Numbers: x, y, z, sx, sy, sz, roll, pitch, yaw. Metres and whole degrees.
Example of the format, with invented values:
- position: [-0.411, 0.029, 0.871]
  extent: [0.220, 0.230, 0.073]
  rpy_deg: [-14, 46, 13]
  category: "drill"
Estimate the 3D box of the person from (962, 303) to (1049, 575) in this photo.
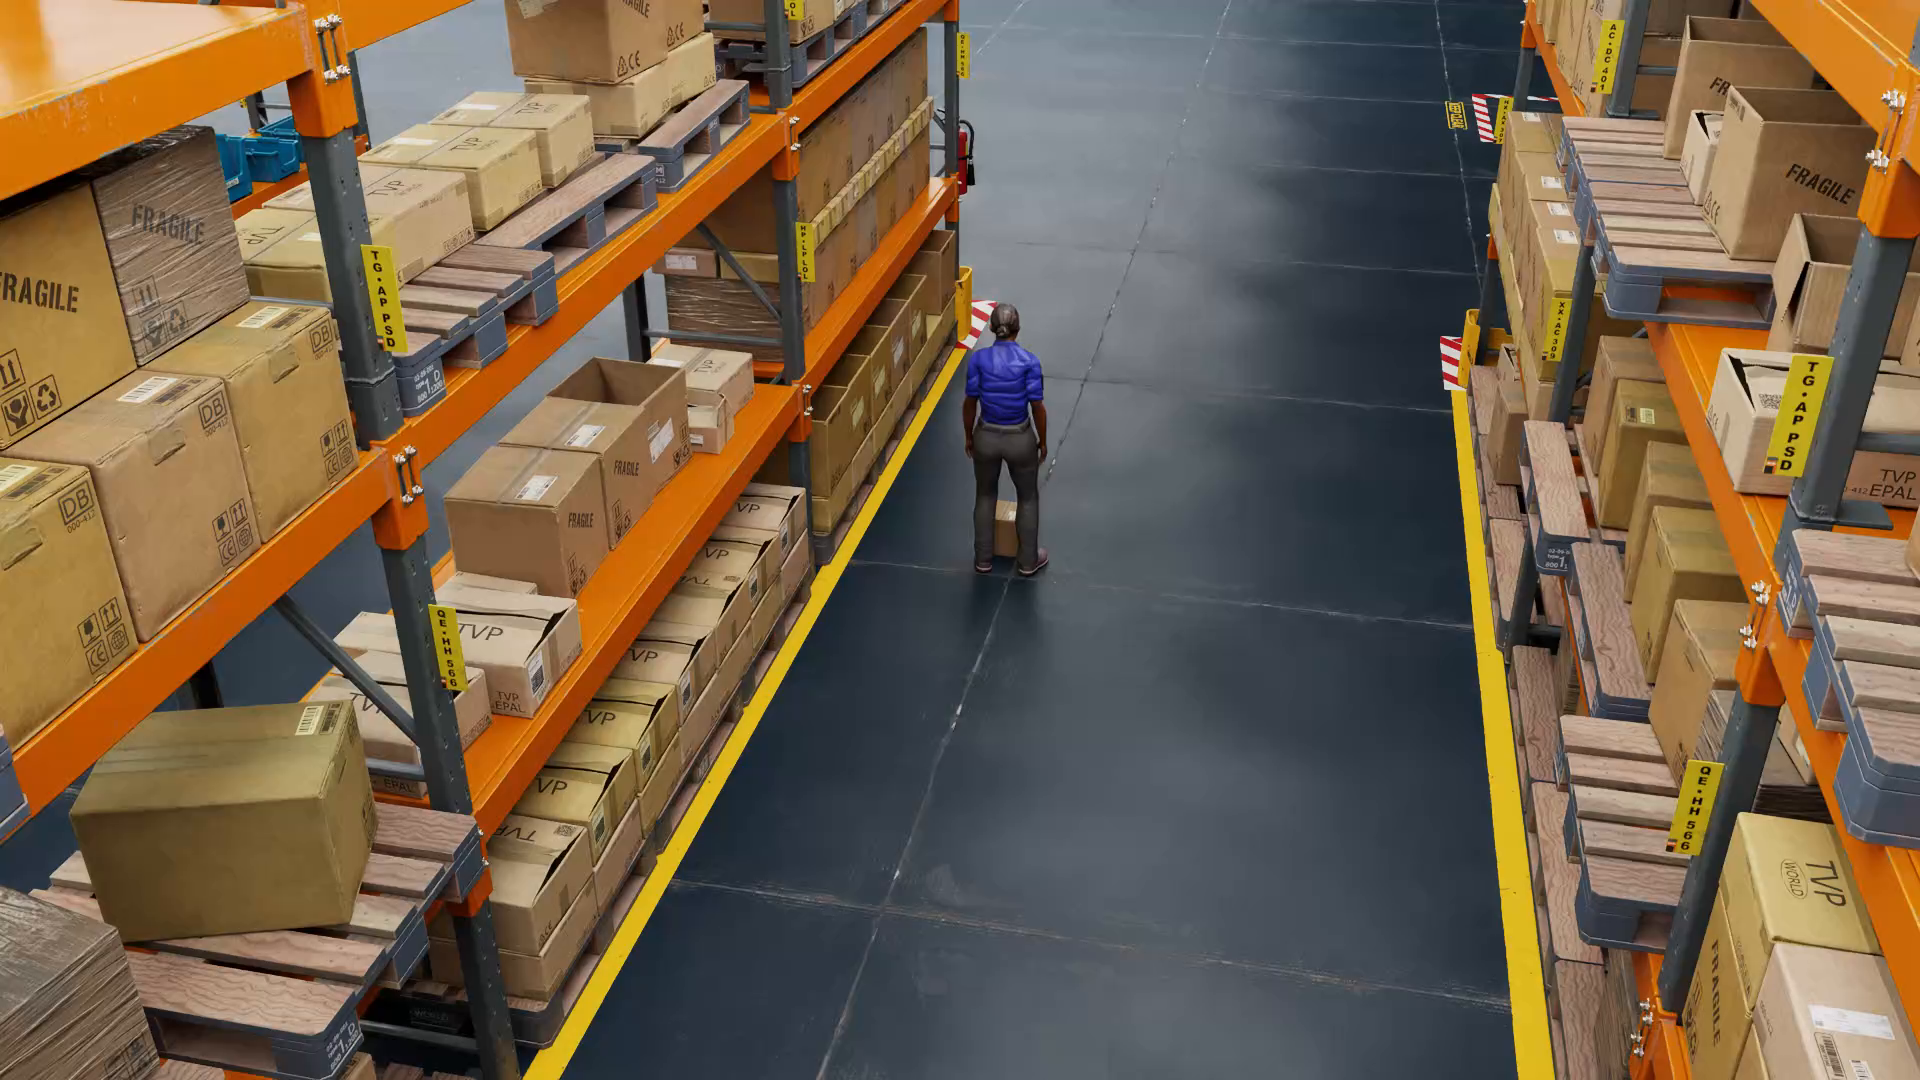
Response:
- position: [0.269, -0.568, 9.644]
  extent: [0.506, 1.654, 0.350]
  rpy_deg: [5, 29, 10]
  category: "person"
